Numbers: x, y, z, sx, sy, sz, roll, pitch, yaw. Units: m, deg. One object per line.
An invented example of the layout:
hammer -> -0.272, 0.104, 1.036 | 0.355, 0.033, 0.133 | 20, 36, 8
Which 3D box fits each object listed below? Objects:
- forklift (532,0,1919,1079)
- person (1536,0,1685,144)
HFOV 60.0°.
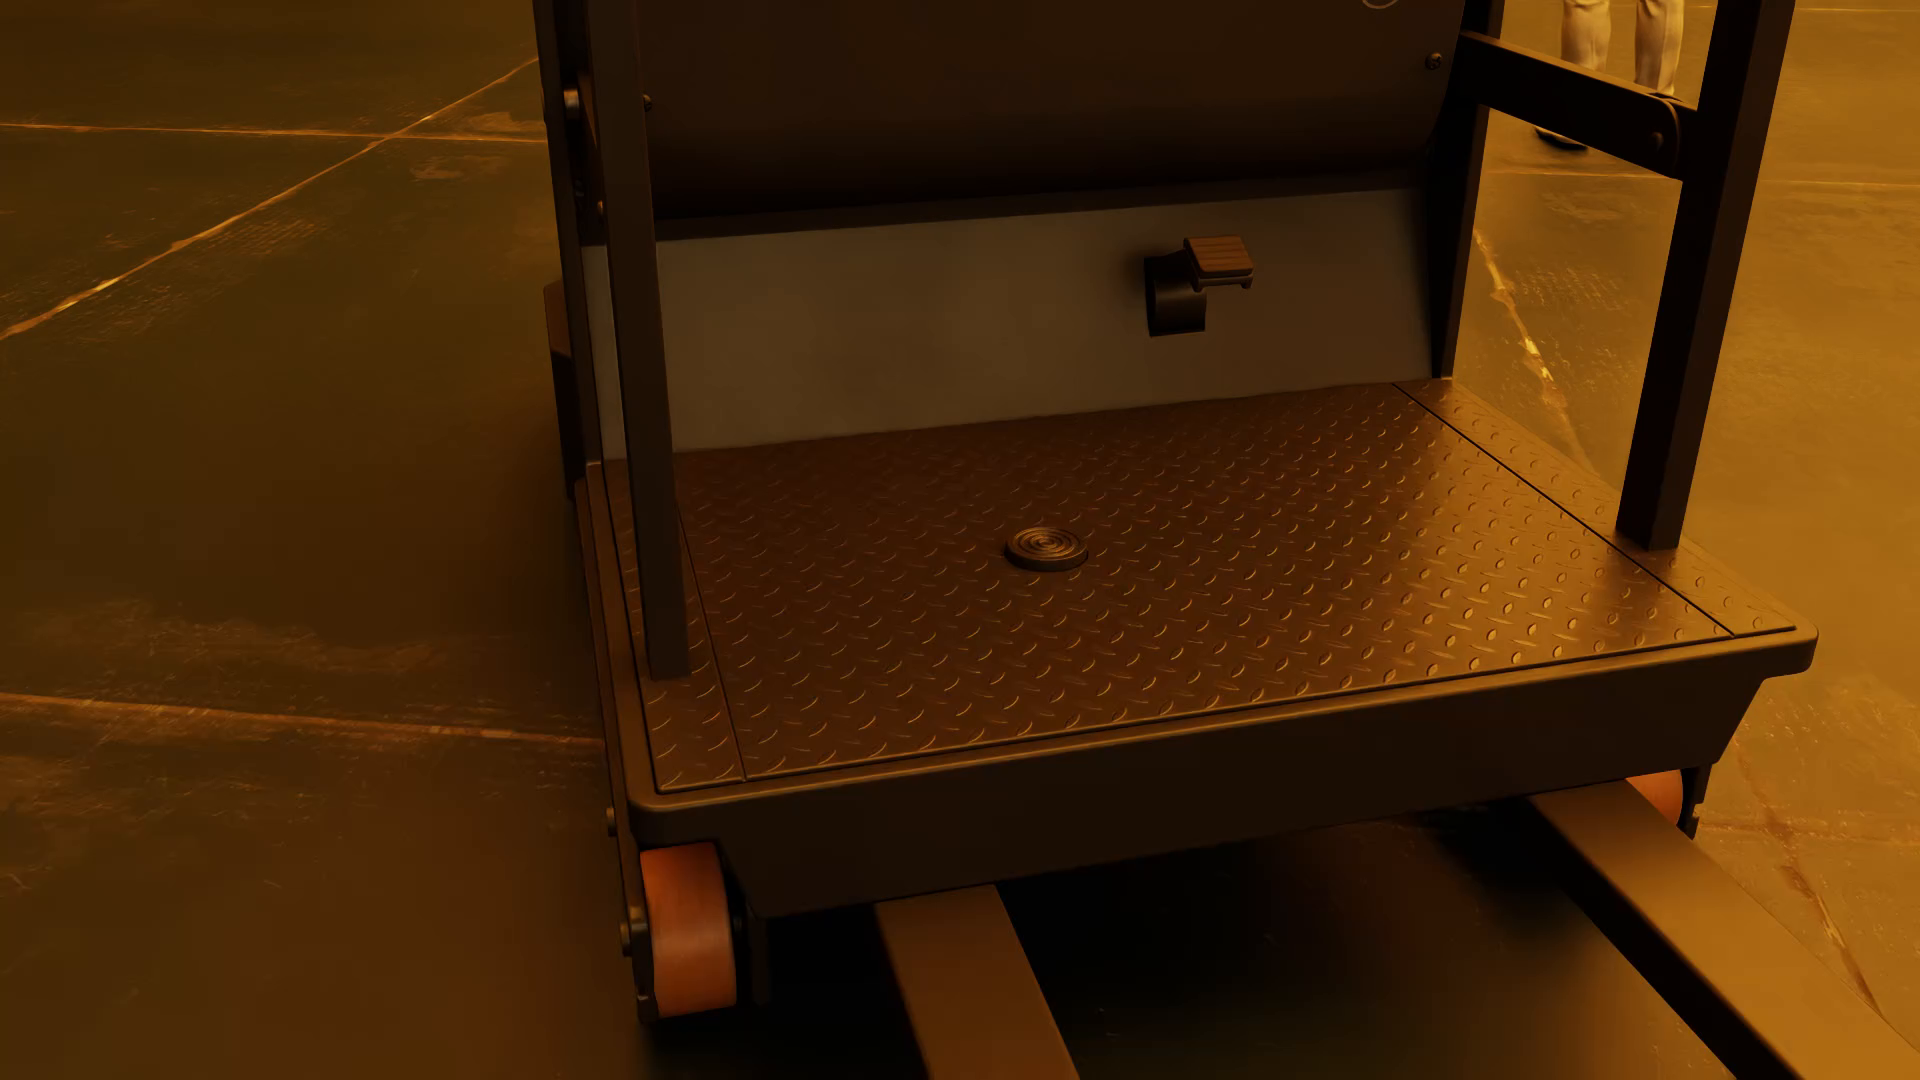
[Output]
forklift -> 0.153, -1.049, 1.319 | 1.130, 2.935, 3.031 | -7, 27, -13
person -> 1.779, -1.915, 4.429 | 0.578, 1.698, 0.526 | 4, 27, 9
